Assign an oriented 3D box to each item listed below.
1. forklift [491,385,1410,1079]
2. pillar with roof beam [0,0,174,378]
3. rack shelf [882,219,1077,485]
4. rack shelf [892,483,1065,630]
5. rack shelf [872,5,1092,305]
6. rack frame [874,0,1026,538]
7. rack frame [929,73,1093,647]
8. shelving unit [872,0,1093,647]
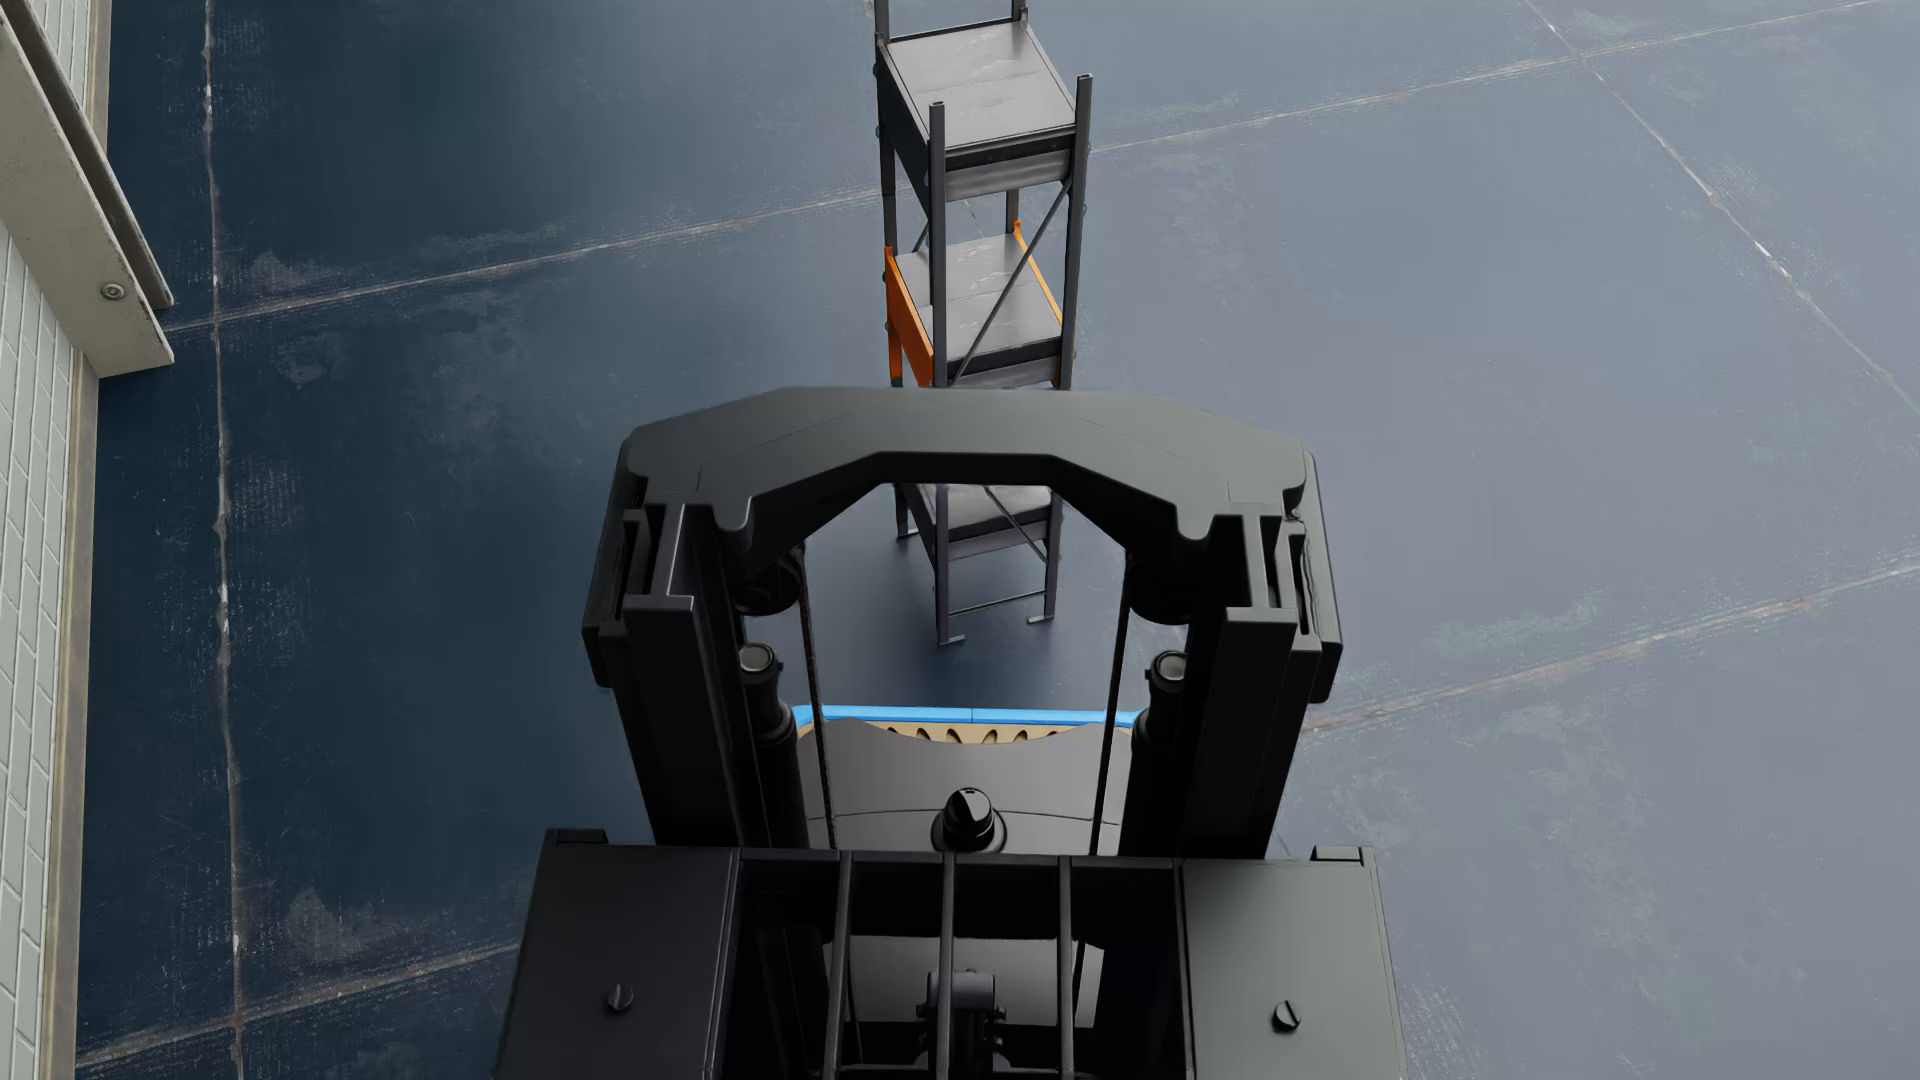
[{"bbox_3d":[-0.010,1.283,2.751,1.130,2.935,3.031,1,50,1],"label":"forklift"},{"bbox_3d":[0.920,-4.654,3.788,9.100,9.000,0.400,-13,51,-11],"label":"pillar with roof beam"},{"bbox_3d":[0.049,-0.547,4.856,0.431,0.518,0.480,-13,51,-11],"label":"rack shelf"},{"bbox_3d":[0.049,-0.096,5.391,0.431,0.518,0.480,-13,51,-11],"label":"rack shelf"},{"bbox_3d":[0.049,-0.998,4.321,0.431,0.518,0.480,-13,51,-11],"label":"rack shelf"},{"bbox_3d":[-0.023,-0.734,4.996,0.400,2.100,0.015,-13,51,-11],"label":"rack frame"},{"bbox_3d":[0.121,-0.378,4.695,0.400,2.100,0.015,-13,51,-11],"label":"rack frame"},{"bbox_3d":[0.049,-0.556,4.845,0.431,2.100,0.503,-13,51,-11],"label":"shelving unit"}]
